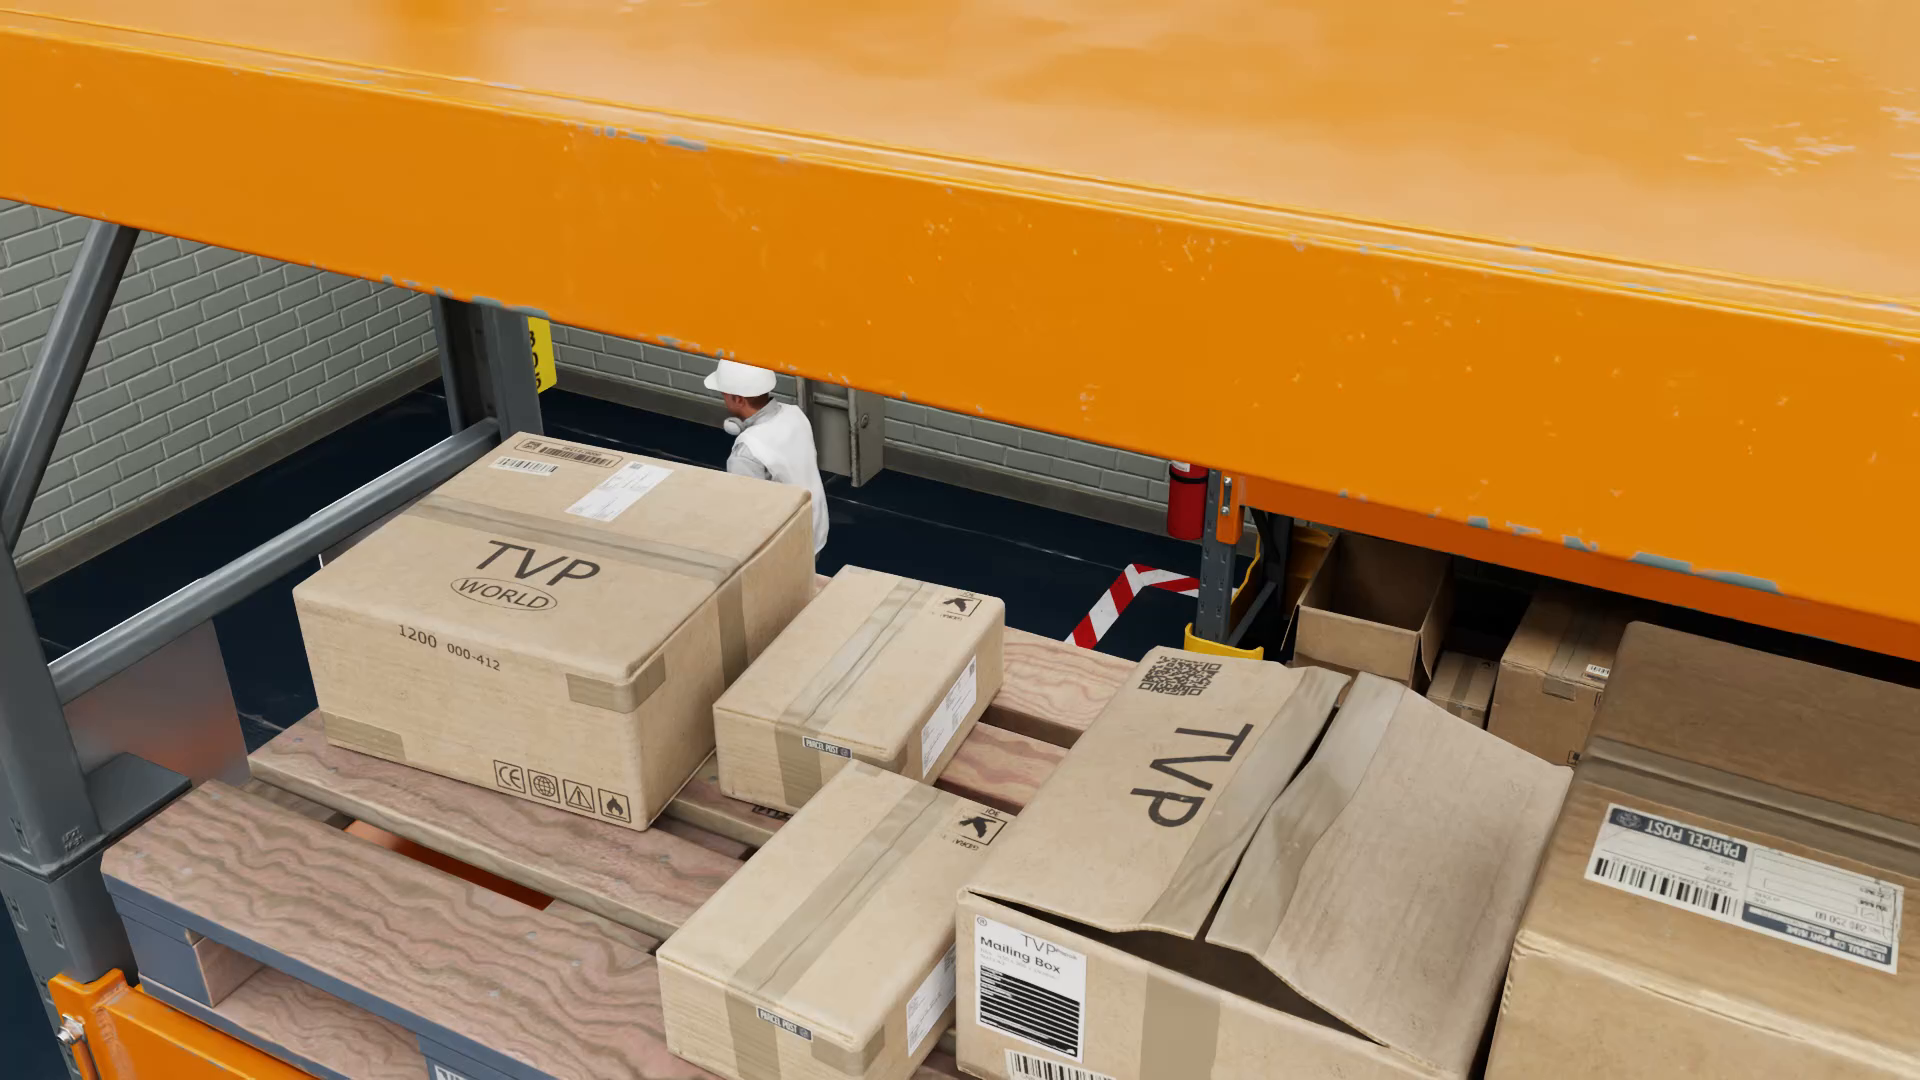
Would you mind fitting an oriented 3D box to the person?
[{"bbox_3d":[-0.801,0.008,7.089,0.464,1.771,0.592,12,32,20],"label":"person"}]
